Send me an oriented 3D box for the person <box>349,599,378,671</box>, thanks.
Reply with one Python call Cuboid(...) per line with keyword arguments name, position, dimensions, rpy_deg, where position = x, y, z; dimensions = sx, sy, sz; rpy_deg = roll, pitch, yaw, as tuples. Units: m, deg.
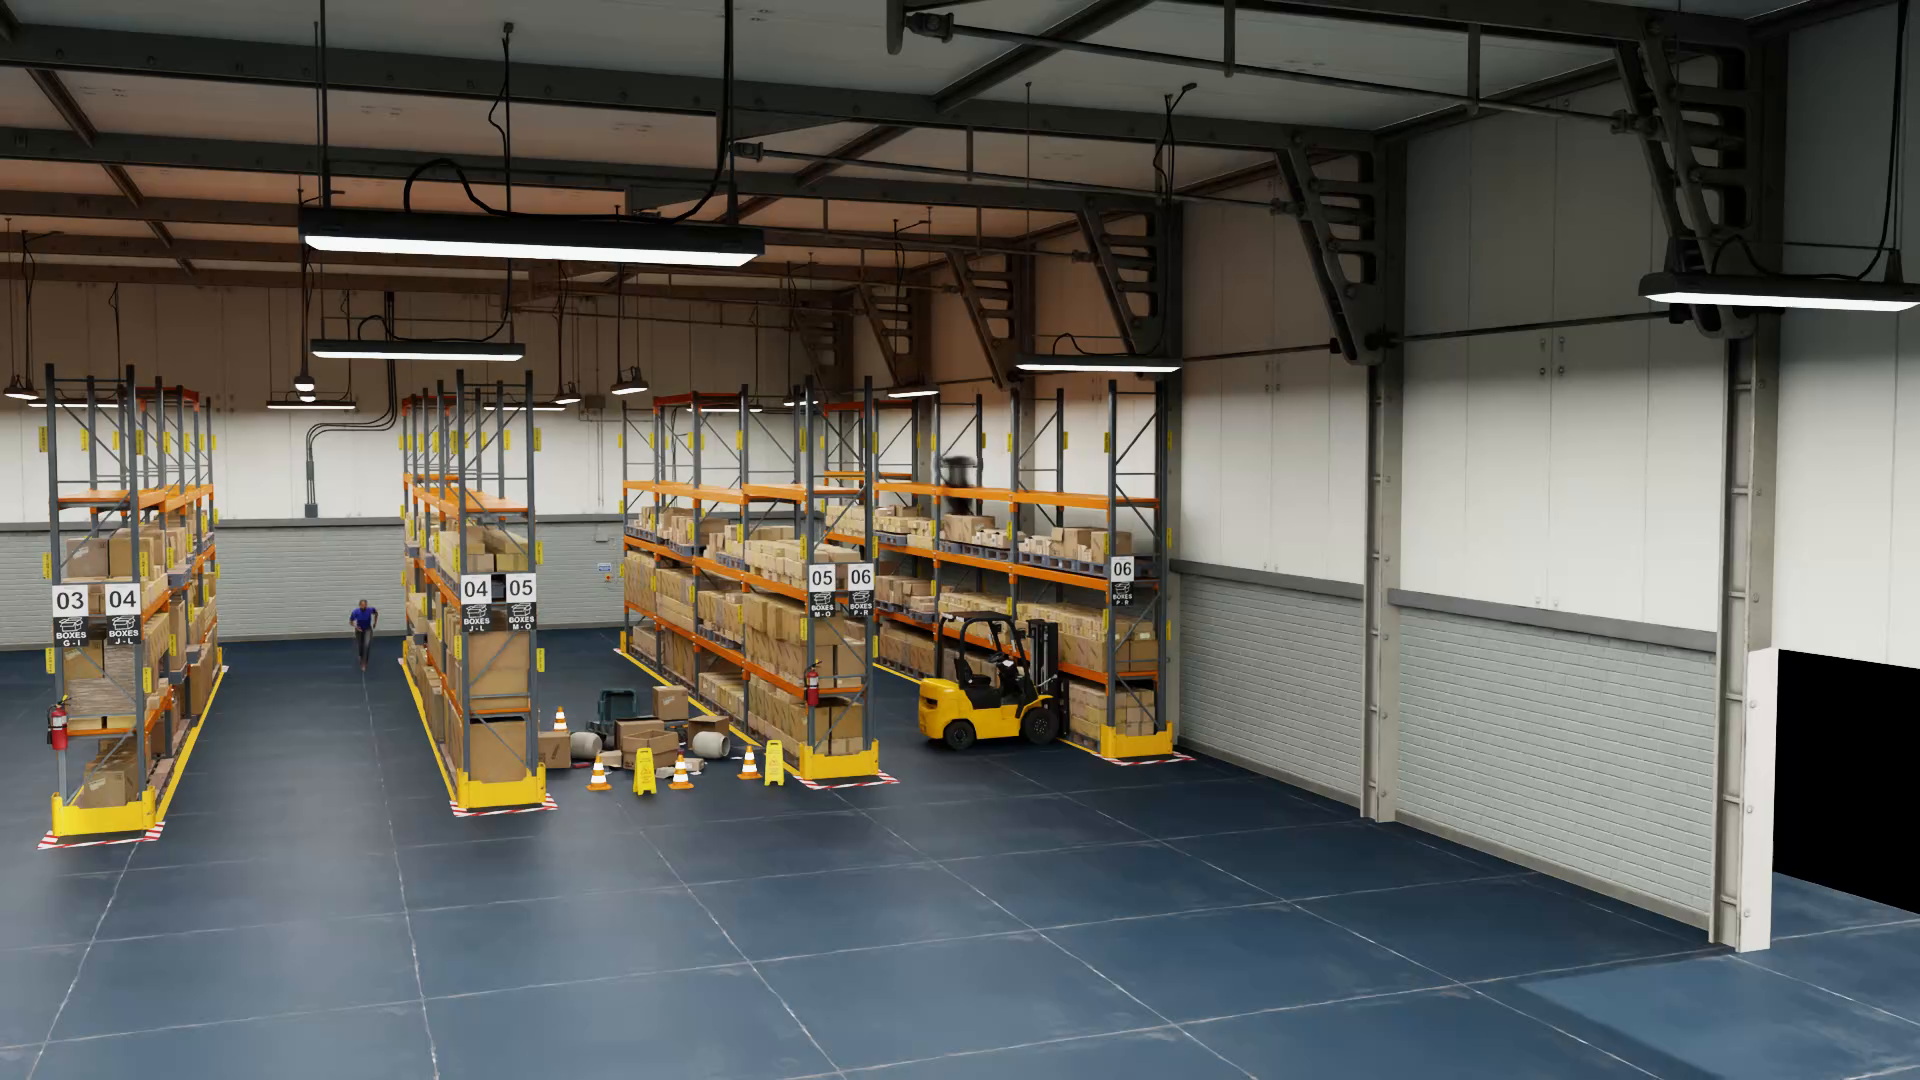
Cuboid(name="person", position=(-13.242, 2.083, 36.902), dimensions=(0.613, 1.615, 0.977), rpy_deg=(-2, 4, -26))
